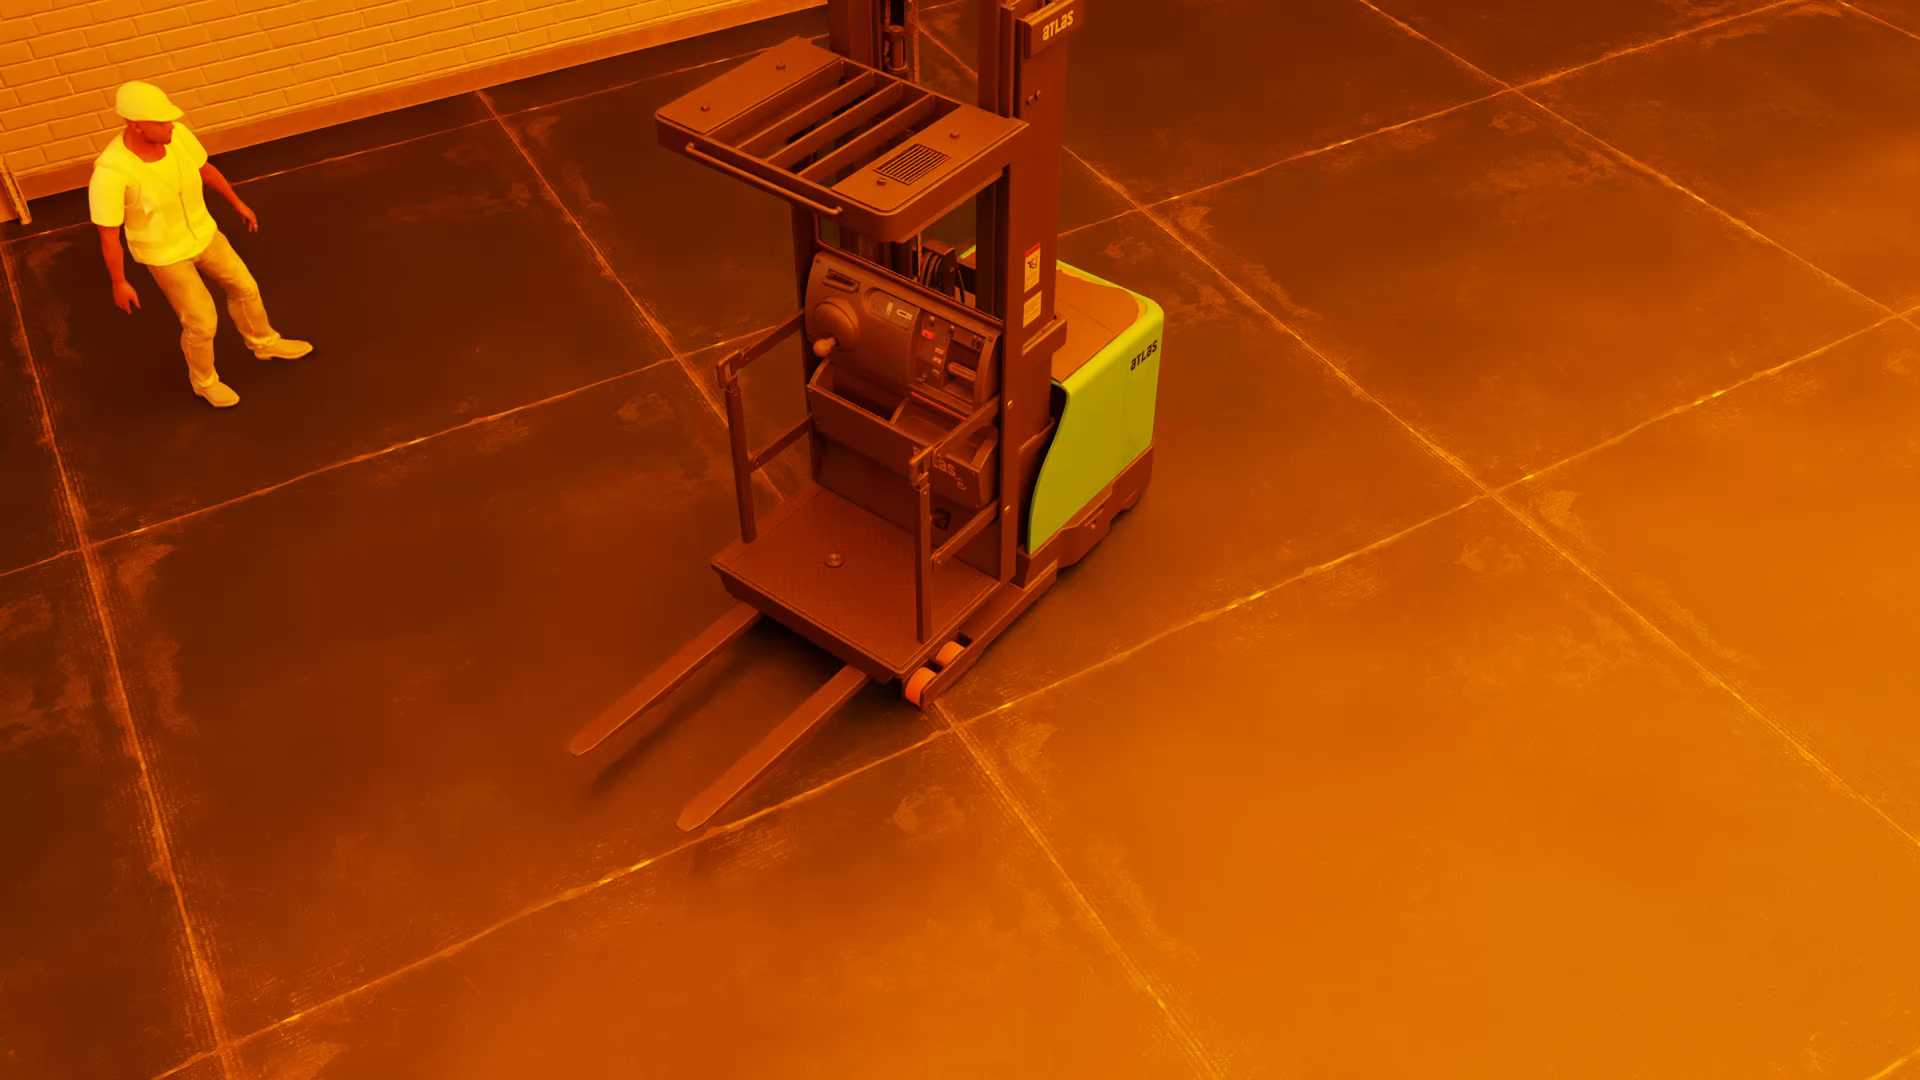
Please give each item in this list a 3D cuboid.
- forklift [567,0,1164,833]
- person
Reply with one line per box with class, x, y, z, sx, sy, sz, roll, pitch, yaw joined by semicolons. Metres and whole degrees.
forklift;-0.375;-0.749;6.505;1.130;2.935;3.031;28;50;27
person;-3.779;-1.445;8.134;0.425;1.738;0.831;15;45;16
